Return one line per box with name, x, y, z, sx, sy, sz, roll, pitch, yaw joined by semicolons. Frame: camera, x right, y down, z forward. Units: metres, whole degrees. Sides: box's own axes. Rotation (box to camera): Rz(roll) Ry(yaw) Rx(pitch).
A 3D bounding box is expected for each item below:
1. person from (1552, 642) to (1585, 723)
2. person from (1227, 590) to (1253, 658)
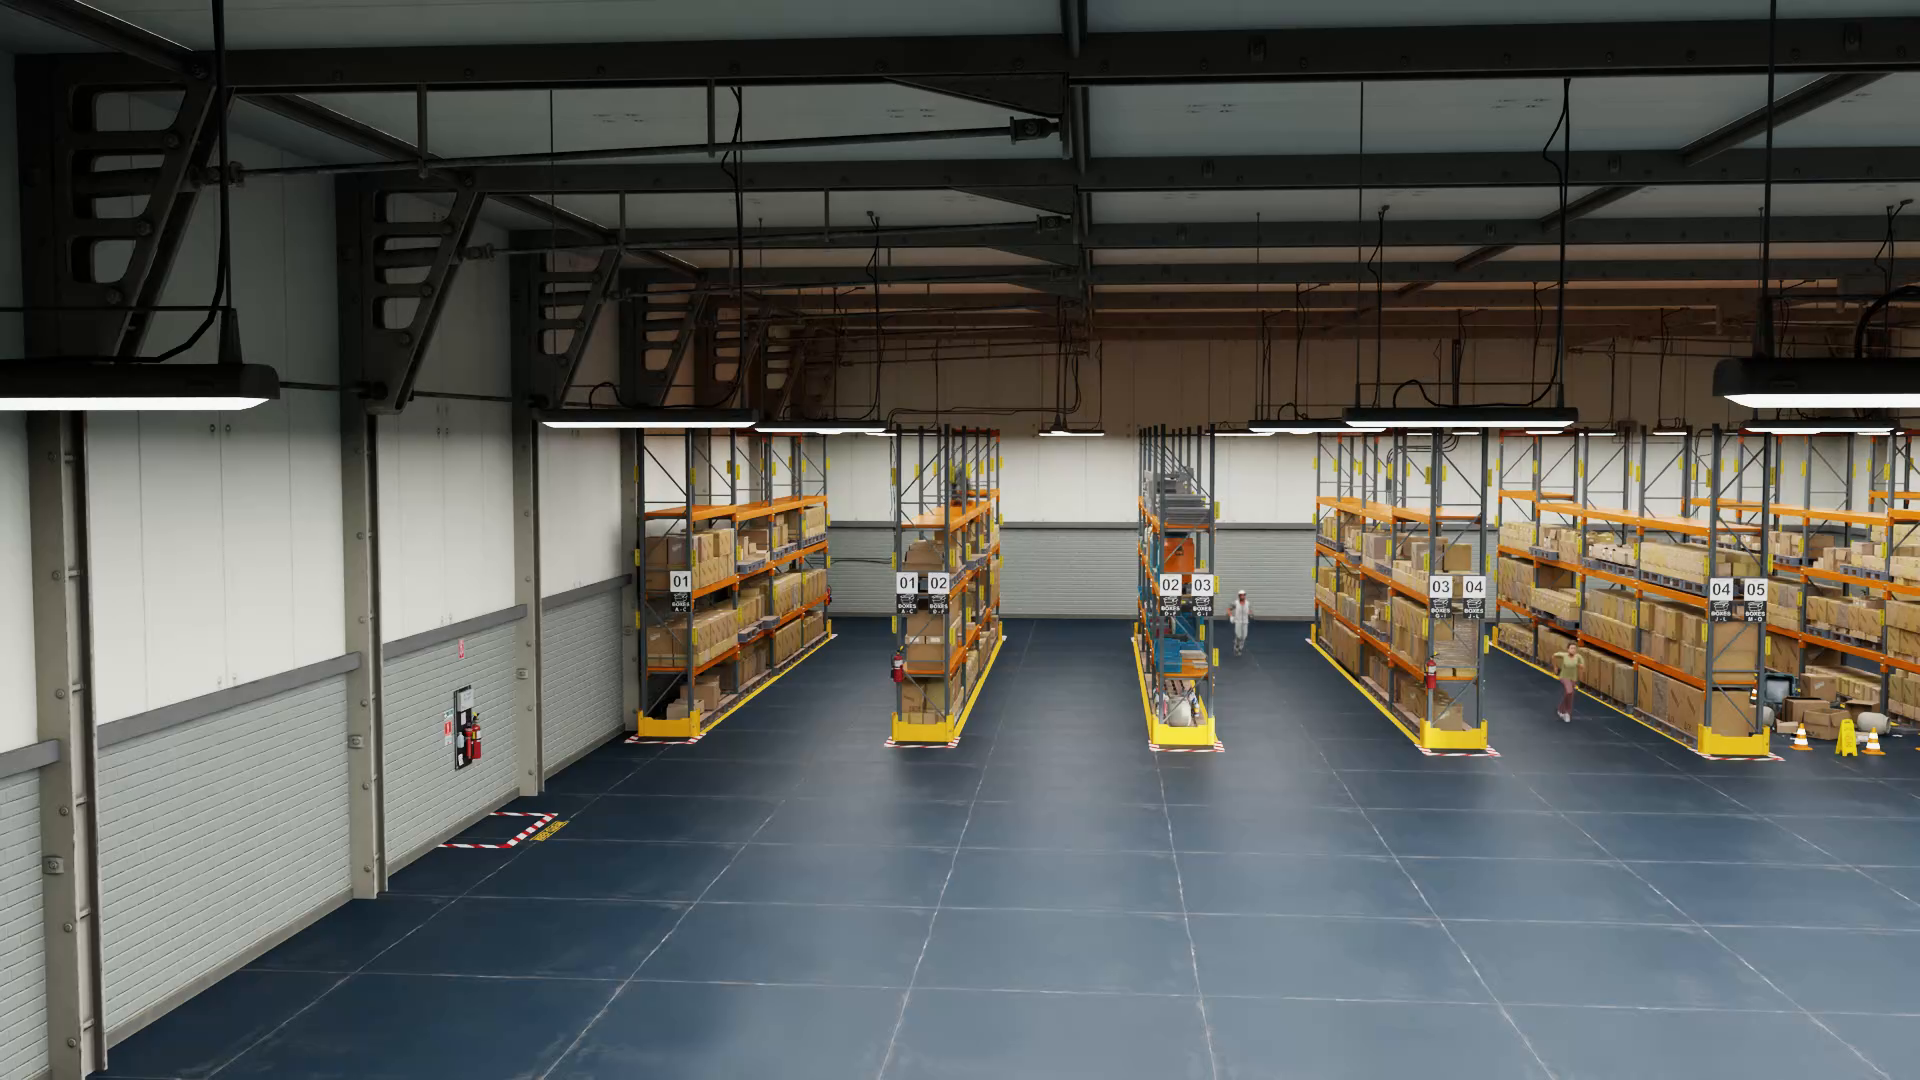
person;12.307;2.851;33.672;0.570;1.630;0.881;0;3;-2
person;7.344;2.195;43.396;0.633;1.773;0.674;-1;4;-8
